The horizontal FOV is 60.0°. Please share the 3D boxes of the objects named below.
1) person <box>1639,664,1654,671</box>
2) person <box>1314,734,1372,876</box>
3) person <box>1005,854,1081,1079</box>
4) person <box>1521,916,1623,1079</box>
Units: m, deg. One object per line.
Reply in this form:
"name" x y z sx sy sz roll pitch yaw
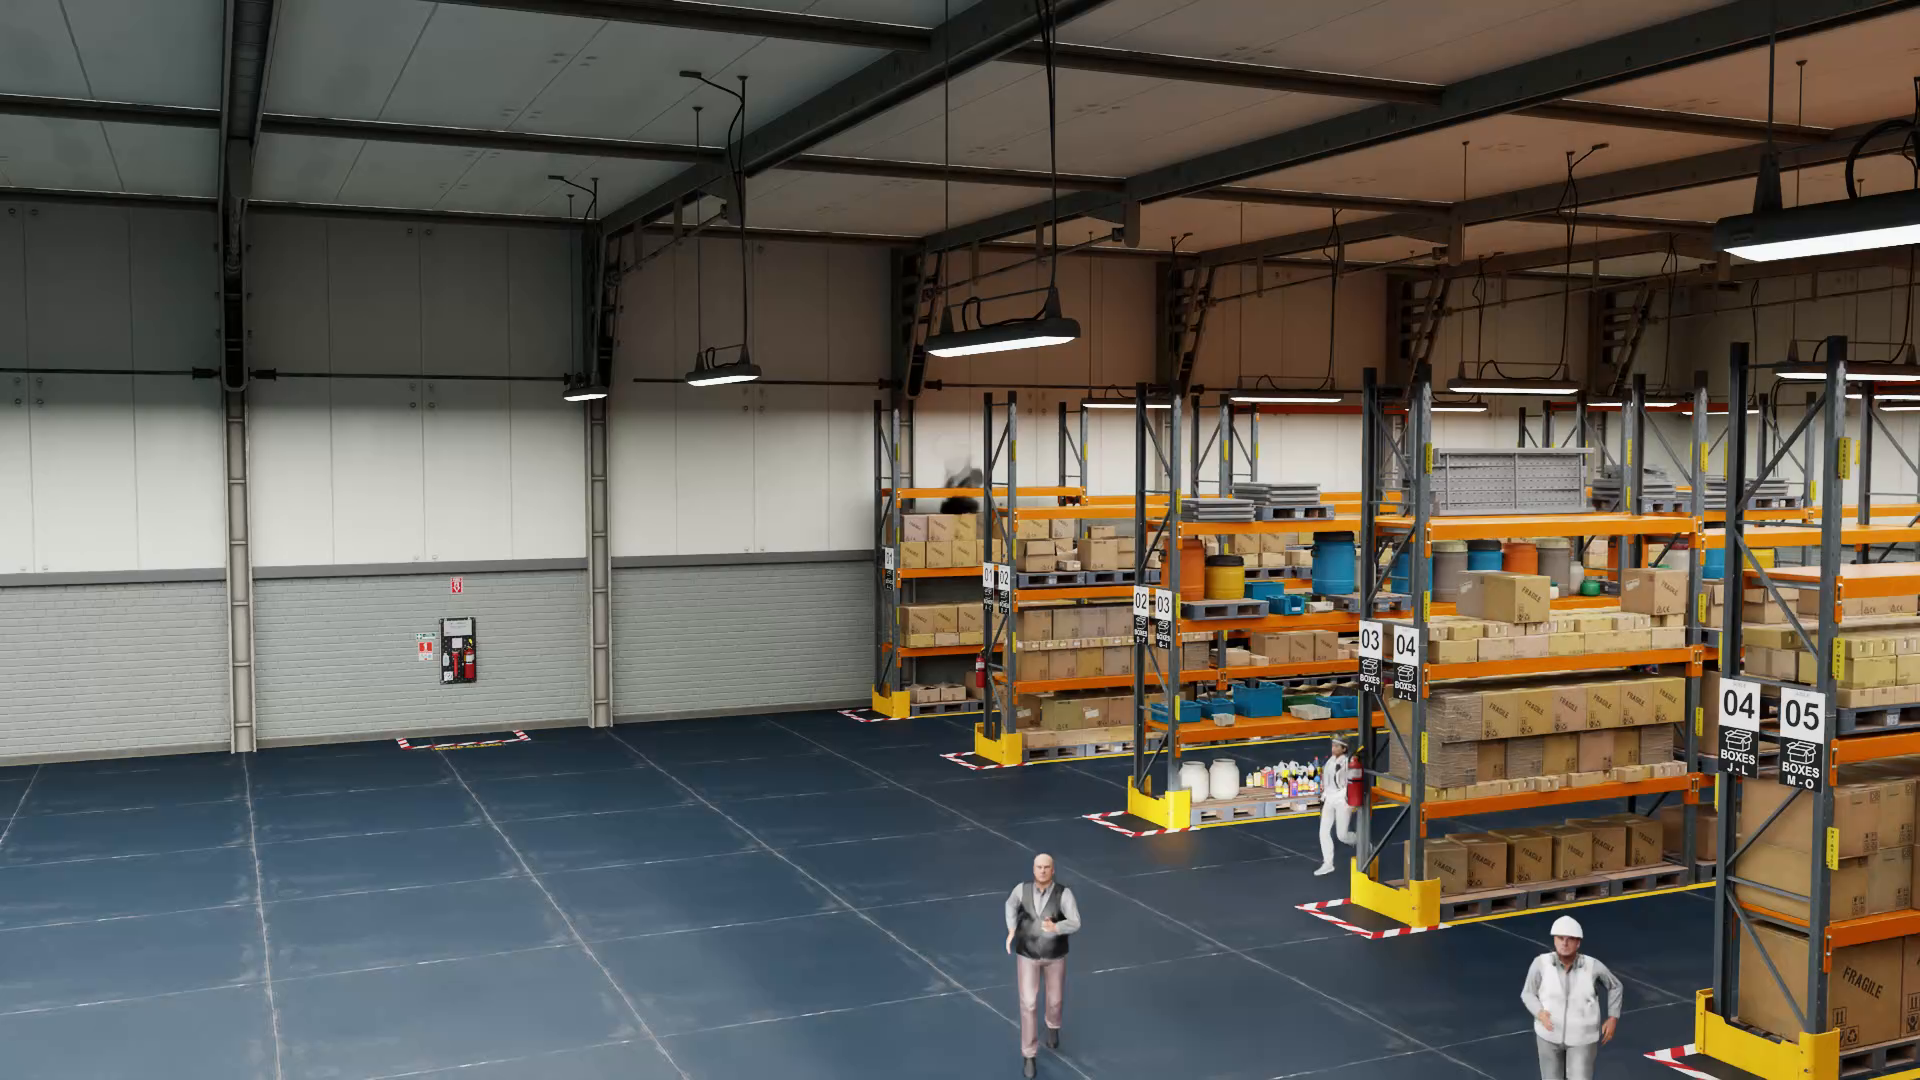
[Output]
"person" 12.299 2.607 30.045 0.738 1.615 0.585 -2 4 -35
"person" 4.596 3.164 20.016 0.804 1.693 0.626 -2 4 -29
"person" 0.683 3.483 13.819 0.639 1.756 0.875 0 3 4
"person" 4.375 3.602 11.947 0.672 1.801 0.690 2 4 26
